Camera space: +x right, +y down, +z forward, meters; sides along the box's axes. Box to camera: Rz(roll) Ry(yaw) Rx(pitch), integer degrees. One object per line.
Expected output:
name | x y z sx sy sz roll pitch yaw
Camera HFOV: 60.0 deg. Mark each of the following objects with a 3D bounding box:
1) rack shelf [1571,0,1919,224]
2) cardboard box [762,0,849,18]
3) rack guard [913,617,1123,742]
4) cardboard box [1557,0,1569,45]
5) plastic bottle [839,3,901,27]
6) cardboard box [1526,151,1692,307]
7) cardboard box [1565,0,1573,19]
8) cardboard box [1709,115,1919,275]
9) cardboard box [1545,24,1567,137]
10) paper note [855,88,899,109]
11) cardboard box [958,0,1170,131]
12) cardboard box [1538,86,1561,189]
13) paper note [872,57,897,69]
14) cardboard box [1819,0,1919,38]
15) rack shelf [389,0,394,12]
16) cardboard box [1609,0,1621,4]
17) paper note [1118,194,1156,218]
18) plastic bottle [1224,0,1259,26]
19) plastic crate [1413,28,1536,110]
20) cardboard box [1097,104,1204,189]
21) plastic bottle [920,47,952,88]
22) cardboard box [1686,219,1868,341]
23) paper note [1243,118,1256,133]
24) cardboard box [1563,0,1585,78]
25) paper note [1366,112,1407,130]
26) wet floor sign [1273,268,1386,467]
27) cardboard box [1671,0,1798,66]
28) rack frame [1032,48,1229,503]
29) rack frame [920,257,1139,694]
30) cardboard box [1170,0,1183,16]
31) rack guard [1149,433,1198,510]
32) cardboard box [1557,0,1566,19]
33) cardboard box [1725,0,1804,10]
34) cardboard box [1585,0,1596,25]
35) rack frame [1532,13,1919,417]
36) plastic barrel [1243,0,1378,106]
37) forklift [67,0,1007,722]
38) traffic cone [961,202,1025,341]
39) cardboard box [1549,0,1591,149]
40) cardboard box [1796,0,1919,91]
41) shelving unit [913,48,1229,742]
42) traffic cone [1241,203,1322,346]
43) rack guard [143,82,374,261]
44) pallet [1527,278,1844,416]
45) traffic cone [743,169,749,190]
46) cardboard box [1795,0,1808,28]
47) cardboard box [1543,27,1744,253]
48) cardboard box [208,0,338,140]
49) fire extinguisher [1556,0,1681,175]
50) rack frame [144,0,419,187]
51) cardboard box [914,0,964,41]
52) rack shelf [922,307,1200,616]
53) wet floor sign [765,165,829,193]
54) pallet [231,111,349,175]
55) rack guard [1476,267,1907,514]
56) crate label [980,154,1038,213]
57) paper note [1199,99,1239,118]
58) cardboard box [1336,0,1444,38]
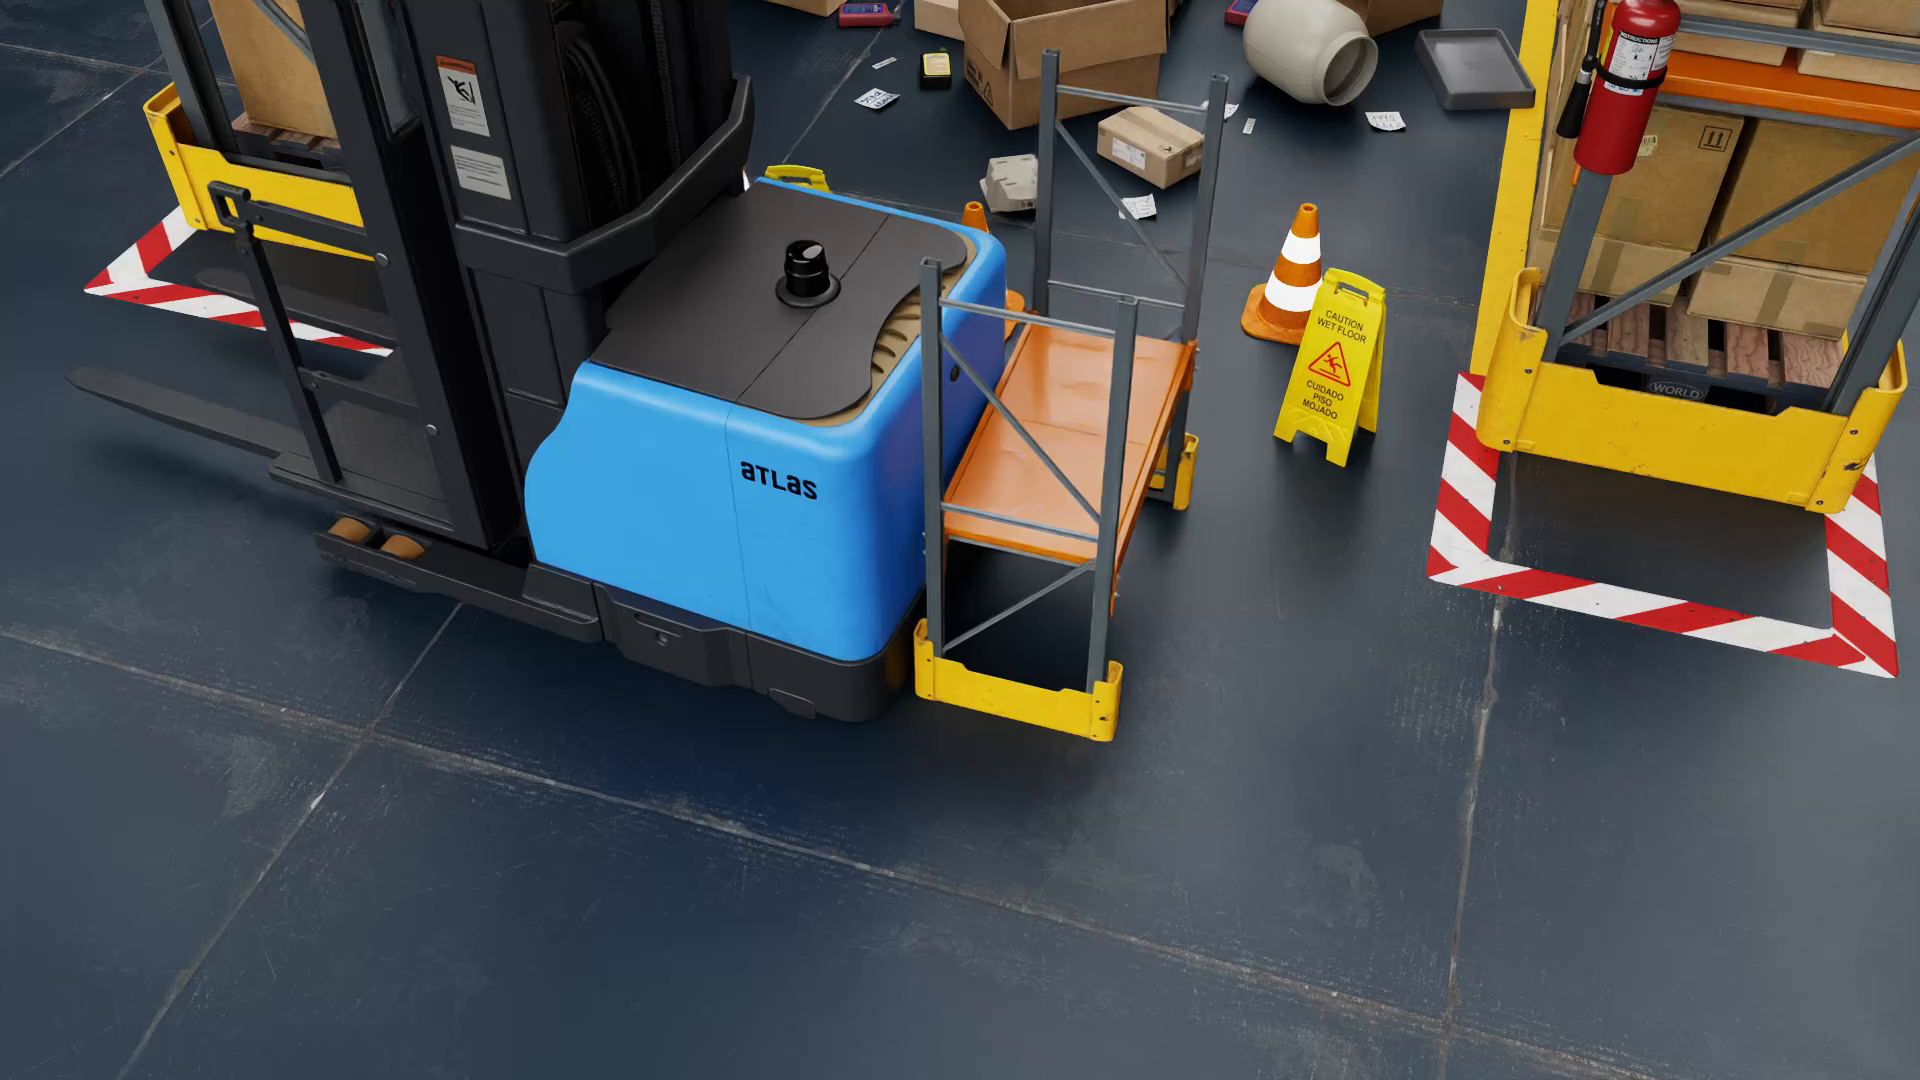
rack shelf | 2.916 -2.408 6.080 1.077 0.370 4.000 13 46 13
cardboard box | -0.719 -2.834 7.787 0.500 0.500 0.500 20 48 19
rack guard | 0.157 0.393 4.670 0.587 0.250 0.087 13 46 13
cardboard box | 2.777 -2.117 6.934 0.500 0.250 0.500 12 46 12
plastic bottle | -0.415 -2.427 7.687 0.283 0.061 0.133 -2 44 -2
cardboard box | 2.306 -1.111 5.906 0.500 0.250 0.500 12 46 12
cardboard box | 2.776 -2.393 6.680 0.500 0.500 0.500 15 46 15
cardboard box | 2.825 -1.262 5.525 0.500 0.500 0.500 11 45 11
cardboard box | 2.616 -1.788 6.599 0.500 0.250 0.500 11 45 11
paper note | -0.358 -1.909 7.180 0.144 0.017 0.142 28 51 26
cardboard box | 0.429 -2.146 7.084 0.797 0.503 0.637 -16 47 -16
cardboard box | 2.463 -1.438 6.241 0.500 0.250 0.500 13 46 13
paper note | -0.336 -2.128 7.418 0.123 0.001 0.032 -33 53 -29
cardboard box | 2.718 -1.731 4.590 0.500 0.500 0.500 12 46 12
rack shelf | -1.832 -3.389 7.083 1.077 0.370 4.000 13 46 13
cardboard box | 2.191 -1.729 5.052 0.380 0.149 0.250 12 46 12
paper note | 0.699 -1.322 6.579 0.148 0.019 0.142 -2 44 -2
plastic bottle | 1.343 -2.485 7.745 0.133 0.061 0.283 20 48 19
plastic crate | 2.265 -2.081 7.320 0.402 0.080 0.583 -2 44 -2
cardboard box | 0.782 -1.614 6.793 0.250 0.149 0.380 -33 53 -29
plastic bottle | -0.108 -2.091 7.343 0.133 0.061 0.283 -2 44 -2
cardboard box | 2.818 -0.978 5.770 0.500 0.250 0.500 12 46 12
paper note | 1.224 -1.752 7.033 0.032 0.001 0.123 13 46 13
cardboard box | 2.619 -2.040 6.319 0.500 0.500 0.500 12 46 12
paper note | 1.807 -1.784 7.051 0.142 0.019 0.148 -2 44 -2
wet floor sign | 1.233 -0.590 5.392 0.267 0.644 0.232 28 51 26
cardboard box | 2.220 -1.536 4.855 0.380 0.149 0.250 14 46 14
rack frame | 0.461 -0.719 4.912 0.500 1.500 0.032 13 46 13
rack frame | 0.152 -0.041 4.220 0.500 1.500 0.032 13 46 13
cardboard box | 0.705 -2.820 7.675 0.797 0.637 0.503 13 46 13
rack guard | 0.460 -0.271 5.348 0.587 0.250 0.087 13 46 13
cardboard box | 2.935 -2.471 7.296 0.500 0.250 0.500 15 46 15
cardboard box | 2.212 -1.894 4.756 0.500 0.500 0.500 12 46 12
cardboard box | 2.352 -1.847 5.658 0.380 0.149 0.250 14 46 14
rack frame | 2.310 -1.332 4.466 1.000 3.000 0.127 13 46 13
plastic barrel | 1.493 -2.108 7.102 0.421 0.421 0.512 -24 49 -22
forklift | -1.422 -1.220 4.401 3.031 2.935 1.130 17 47 16
traffic cone | 0.050 -0.993 5.934 0.336 0.463 0.334 13 46 13
cardboard box | 2.459 -1.705 5.977 0.500 0.500 0.500 14 46 14
cardboard box | 2.610 -1.424 4.741 0.380 0.149 0.250 13 46 13
shelving unit | 0.309 -0.386 4.572 0.587 1.500 1.083 13 46 13
traffic cone | 1.211 -0.985 5.925 0.336 0.463 0.334 13 46 13
rack guard | -2.445 -1.403 6.327 1.175 0.500 0.348 13 46 13
pallet | 2.613 -0.920 6.039 1.003 0.211 1.213 13 46 13
traffic cone | -0.924 -1.459 6.410 0.336 0.463 0.334 13 46 13
cardboard box | 2.673 -1.596 4.916 0.380 0.149 0.250 13 46 13
cardboard box | 2.304 -1.356 5.621 0.500 0.500 0.500 13 46 13
cardboard box | -2.296 -2.169 6.541 0.875 0.875 0.875 13 46 13
fire extinguisher | 1.836 -1.325 4.515 0.296 0.674 0.183 13 46 13
rack frame | -2.438 -2.313 5.469 1.000 3.000 0.127 13 46 13
cardboard box | 0.008 -2.466 7.580 0.396 0.266 0.258 20 48 19
rack shelf | 0.306 -0.251 4.692 0.538 0.185 1.000 13 46 13
wet floor sign | -0.560 -1.033 5.844 0.267 0.644 0.232 5 45 5
pallet | -2.270 -1.865 7.006 1.003 0.211 1.213 13 46 13
rack guard | 2.333 -0.489 5.392 1.175 0.500 0.348 13 46 13
crate label | 0.229 -1.414 6.597 0.250 0.136 0.298 -9 45 -9
paper note | 1.100 -1.852 7.129 0.148 0.019 0.142 28 51 26
cardboard box | 1.900 -2.679 7.629 0.500 0.500 0.500 -24 49 -22
